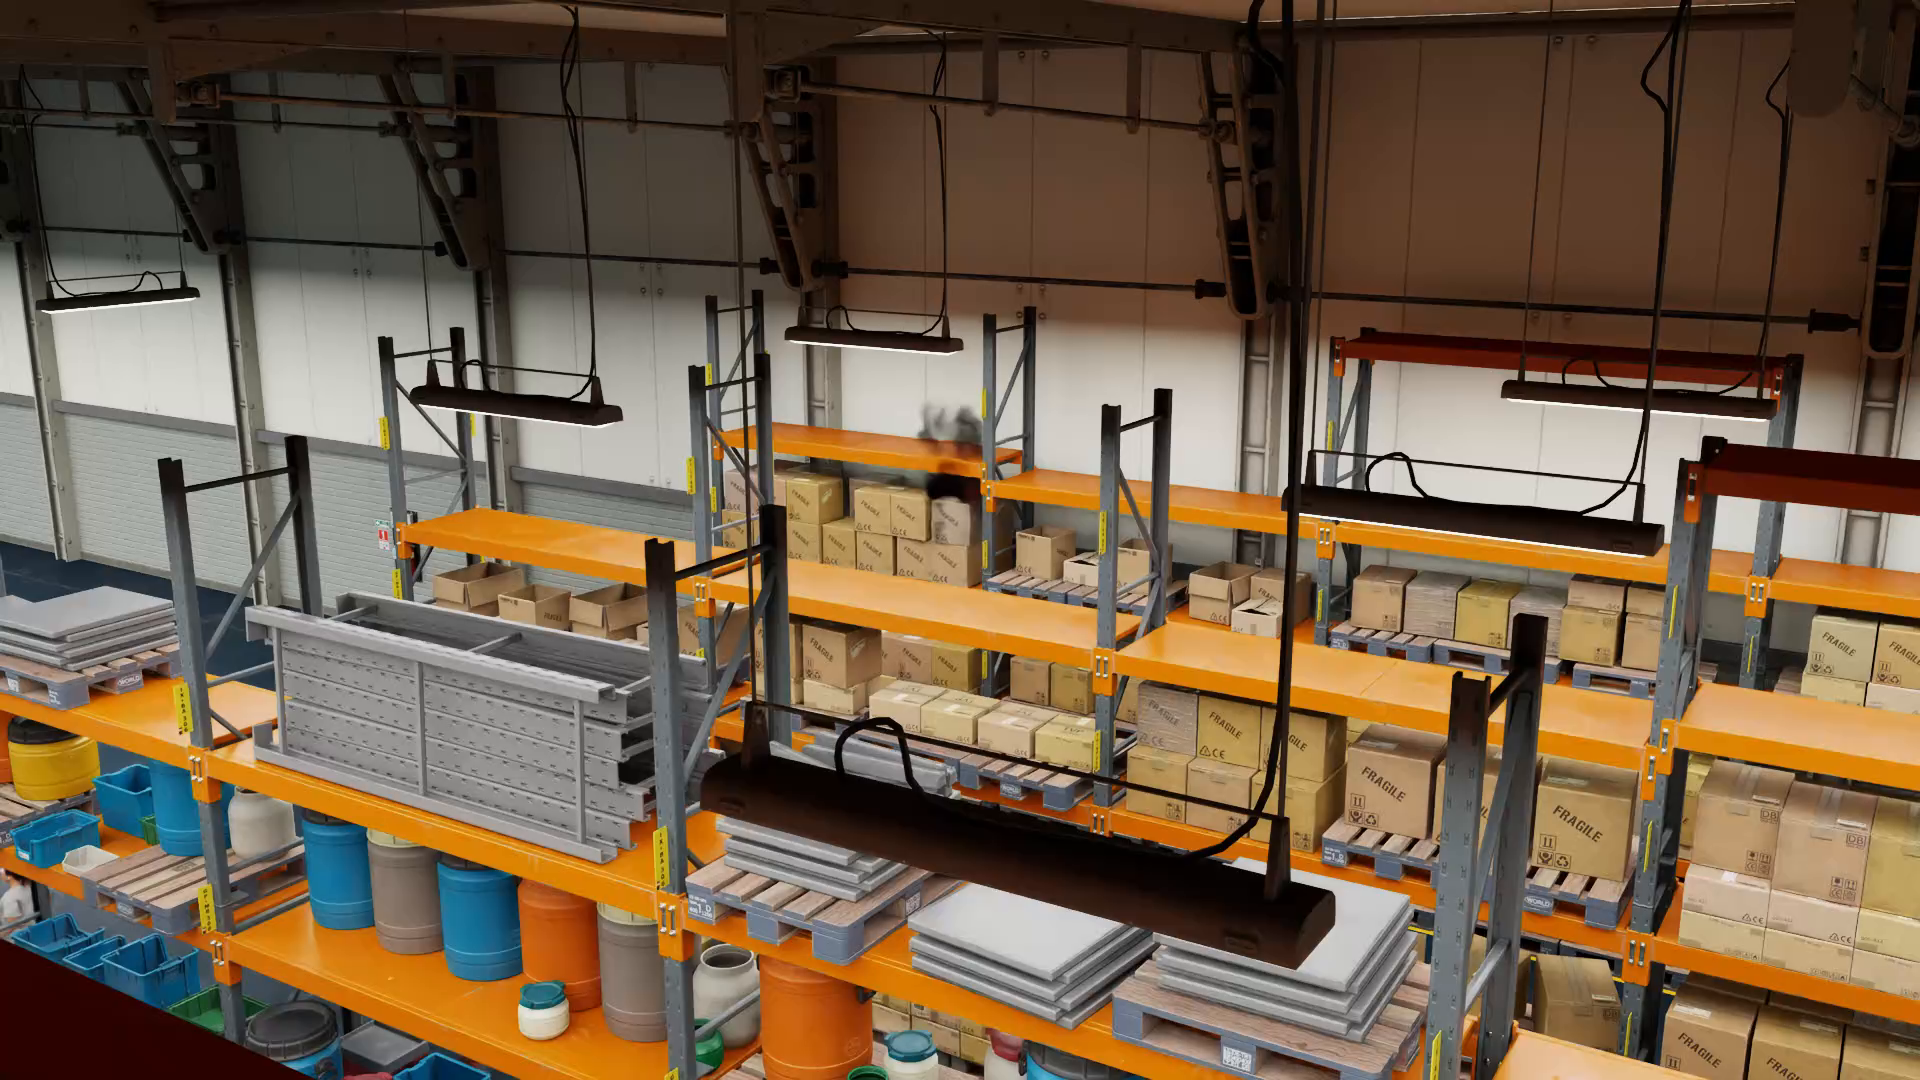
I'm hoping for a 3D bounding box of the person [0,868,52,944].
[{"bbox_3d":[-8.454,3.640,15.091,0.837,1.650,0.580,-1,14,-4],"label":"person"}]

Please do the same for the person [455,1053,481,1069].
[{"bbox_3d":[-3.895,4.036,13.406,0.839,1.662,0.584,8,16,28],"label":"person"}]
